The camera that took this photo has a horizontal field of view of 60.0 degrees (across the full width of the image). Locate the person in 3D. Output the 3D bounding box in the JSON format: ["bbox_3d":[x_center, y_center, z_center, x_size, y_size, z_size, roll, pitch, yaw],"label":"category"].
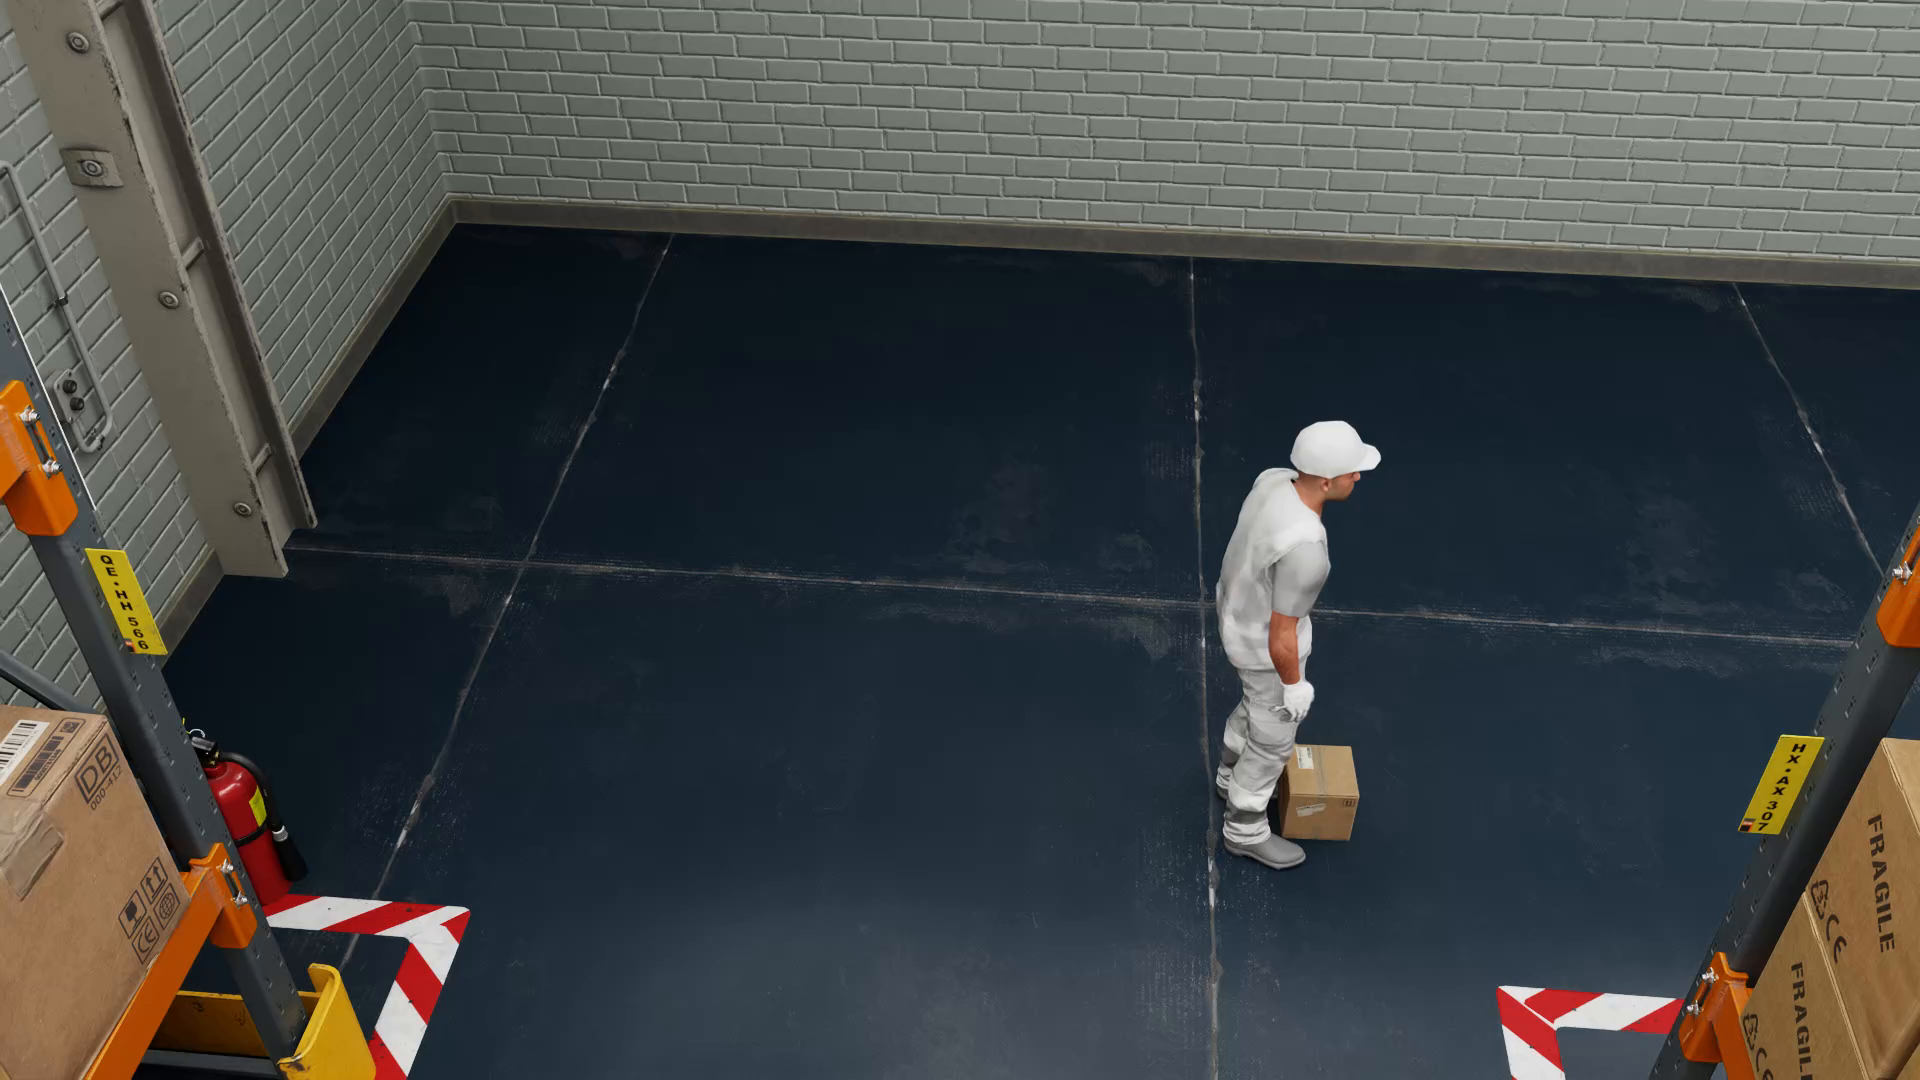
[{"bbox_3d":[1.104,0.340,5.735,0.453,1.778,0.617,1,40,1],"label":"person"}]
